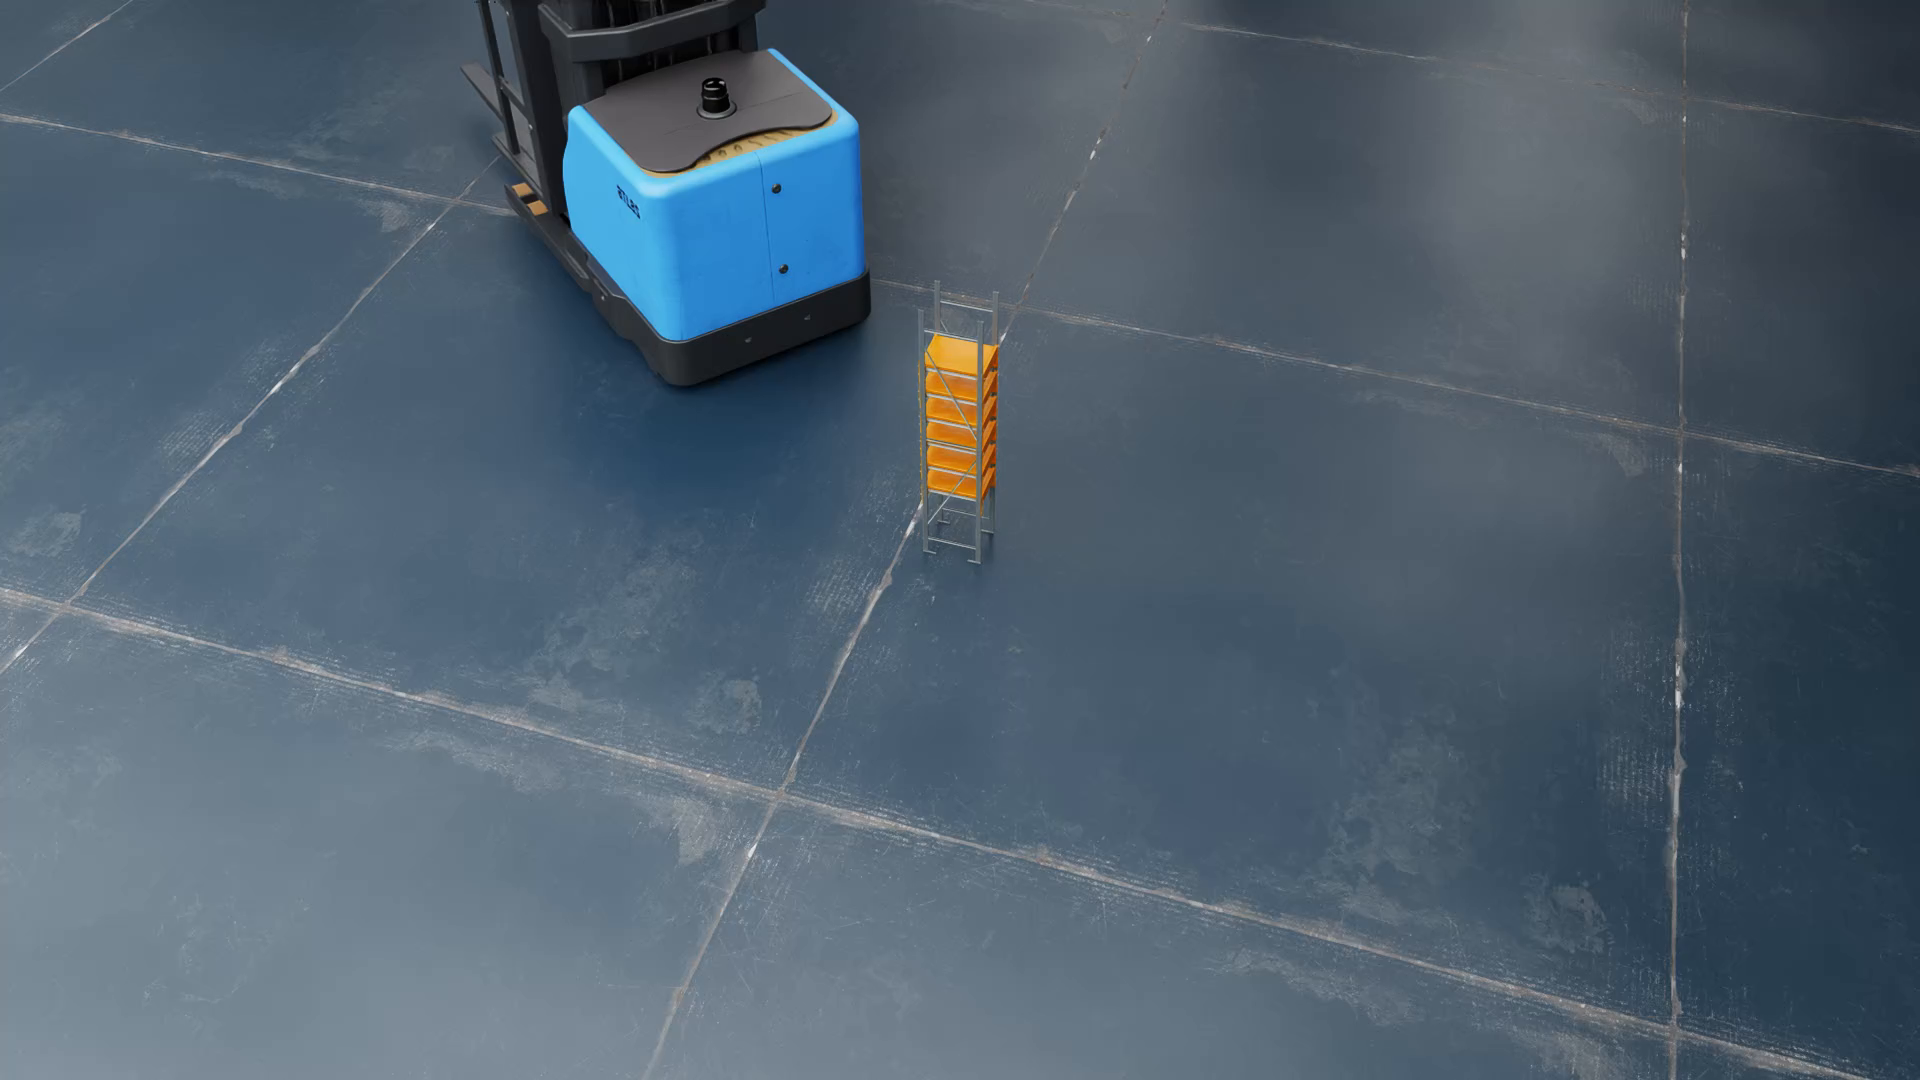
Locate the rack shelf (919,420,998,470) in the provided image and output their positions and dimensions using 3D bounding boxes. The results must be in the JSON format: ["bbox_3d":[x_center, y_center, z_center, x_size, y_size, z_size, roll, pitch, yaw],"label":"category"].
[{"bbox_3d":[-0.004,-0.387,6.352,0.258,0.103,0.180,13,46,12],"label":"rack shelf"}]

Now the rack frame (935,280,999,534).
[{"bbox_3d":[0.023,-0.480,6.383,0.240,1.200,0.006,13,46,12],"label":"rack frame"}]

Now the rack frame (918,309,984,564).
[{"bbox_3d":[-0.032,-0.358,6.258,0.240,1.200,0.006,13,46,12],"label":"rack frame"}]

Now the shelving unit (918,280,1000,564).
[{"bbox_3d":[-0.004,-0.419,6.321,0.258,1.200,0.189,13,46,12],"label":"shelving unit"}]

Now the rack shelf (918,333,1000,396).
[{"bbox_3d":[-0.004,-0.645,6.100,0.258,0.103,0.180,13,46,12],"label":"rack shelf"}]

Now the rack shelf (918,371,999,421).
[{"bbox_3d":[-0.004,-0.559,6.184,0.258,0.103,0.180,13,46,12],"label":"rack shelf"}]

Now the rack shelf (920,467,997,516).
[{"bbox_3d":[-0.004,-0.216,6.519,0.258,0.103,0.180,13,46,12],"label":"rack shelf"}]

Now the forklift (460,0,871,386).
[{"bbox_3d":[-1.634,-2.735,7.449,1.130,2.935,3.031,-24,49,-23],"label":"forklift"}]

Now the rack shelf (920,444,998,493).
[{"bbox_3d":[-0.004,-0.302,6.436,0.258,0.103,0.180,13,46,12],"label":"rack shelf"}]

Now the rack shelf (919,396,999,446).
[{"bbox_3d":[-0.004,-0.473,6.268,0.258,0.103,0.180,13,46,12],"label":"rack shelf"}]
